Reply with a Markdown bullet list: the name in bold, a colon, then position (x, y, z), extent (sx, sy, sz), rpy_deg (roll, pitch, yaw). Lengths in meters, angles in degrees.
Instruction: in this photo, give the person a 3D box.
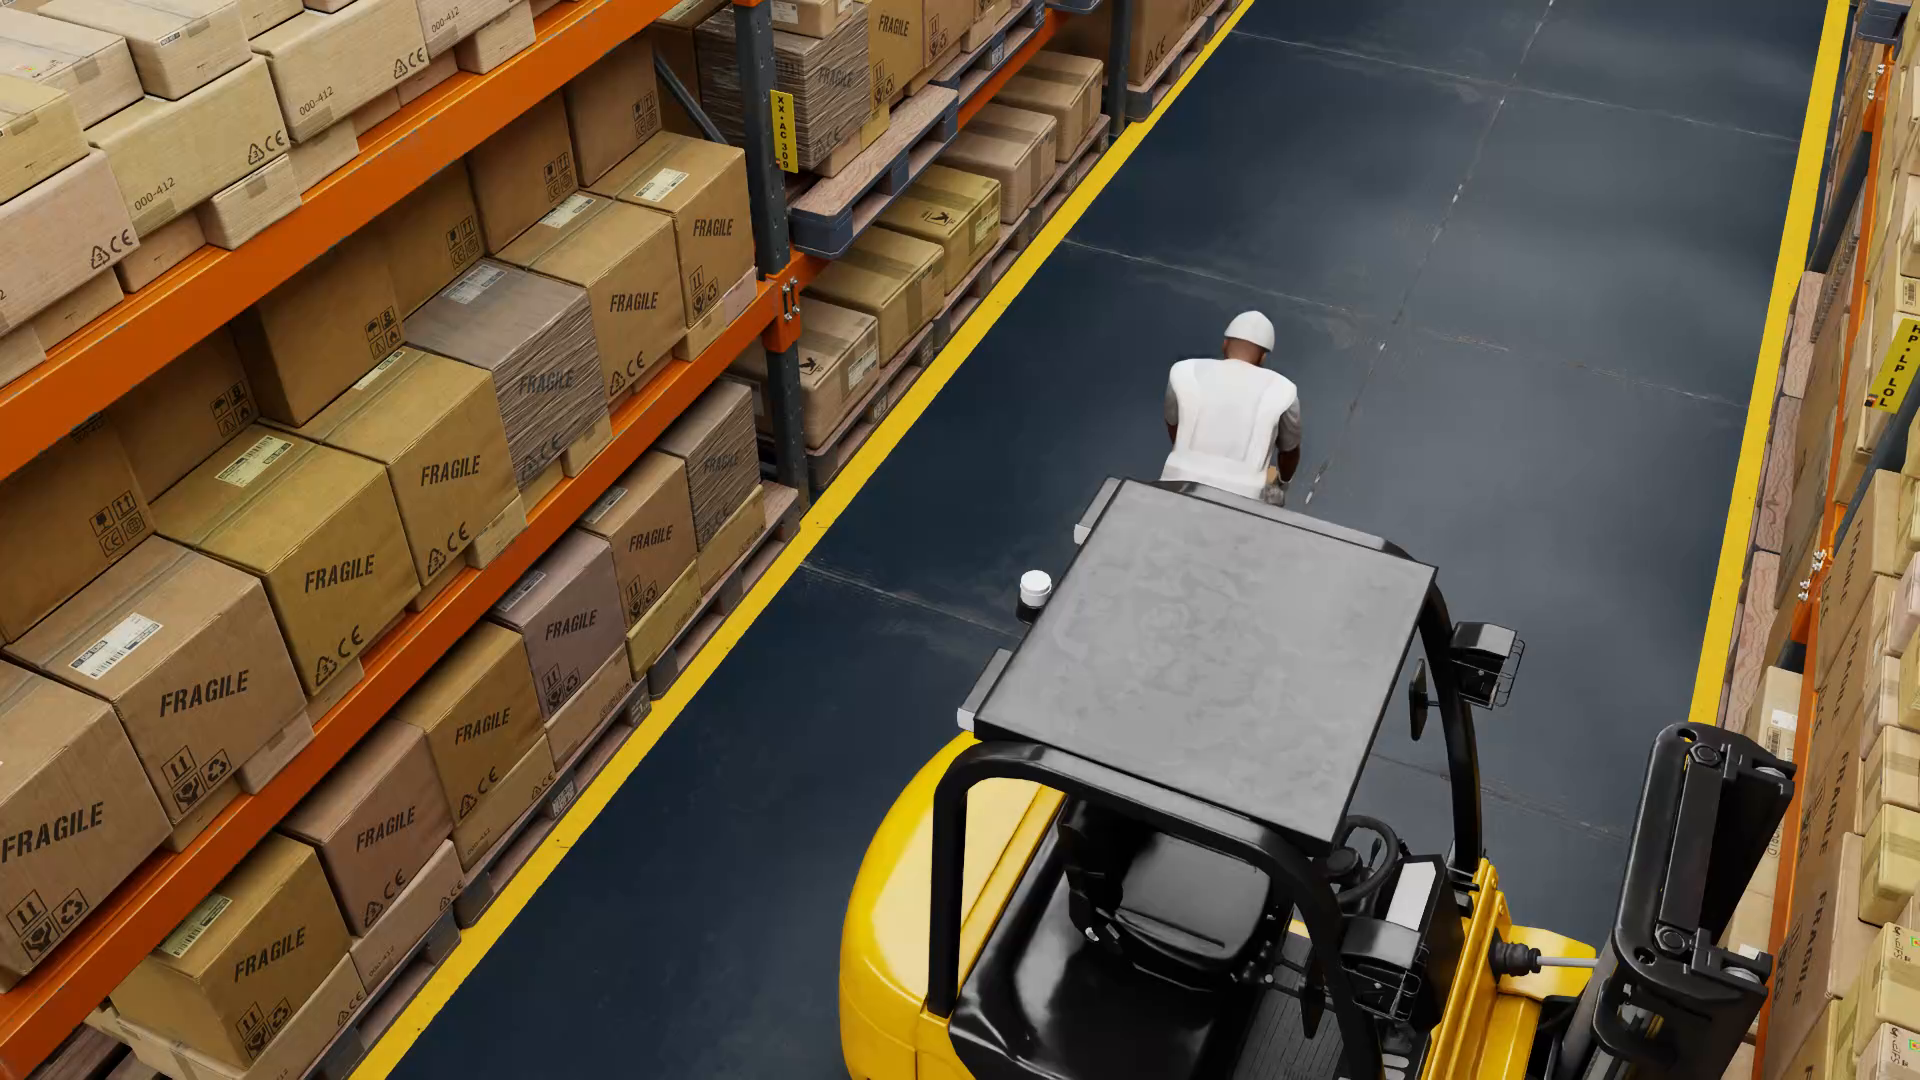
- **person**: position (1.075, -0.297, 6.965), extent (0.592, 1.140, 0.866), rpy_deg (17, 44, 18)
